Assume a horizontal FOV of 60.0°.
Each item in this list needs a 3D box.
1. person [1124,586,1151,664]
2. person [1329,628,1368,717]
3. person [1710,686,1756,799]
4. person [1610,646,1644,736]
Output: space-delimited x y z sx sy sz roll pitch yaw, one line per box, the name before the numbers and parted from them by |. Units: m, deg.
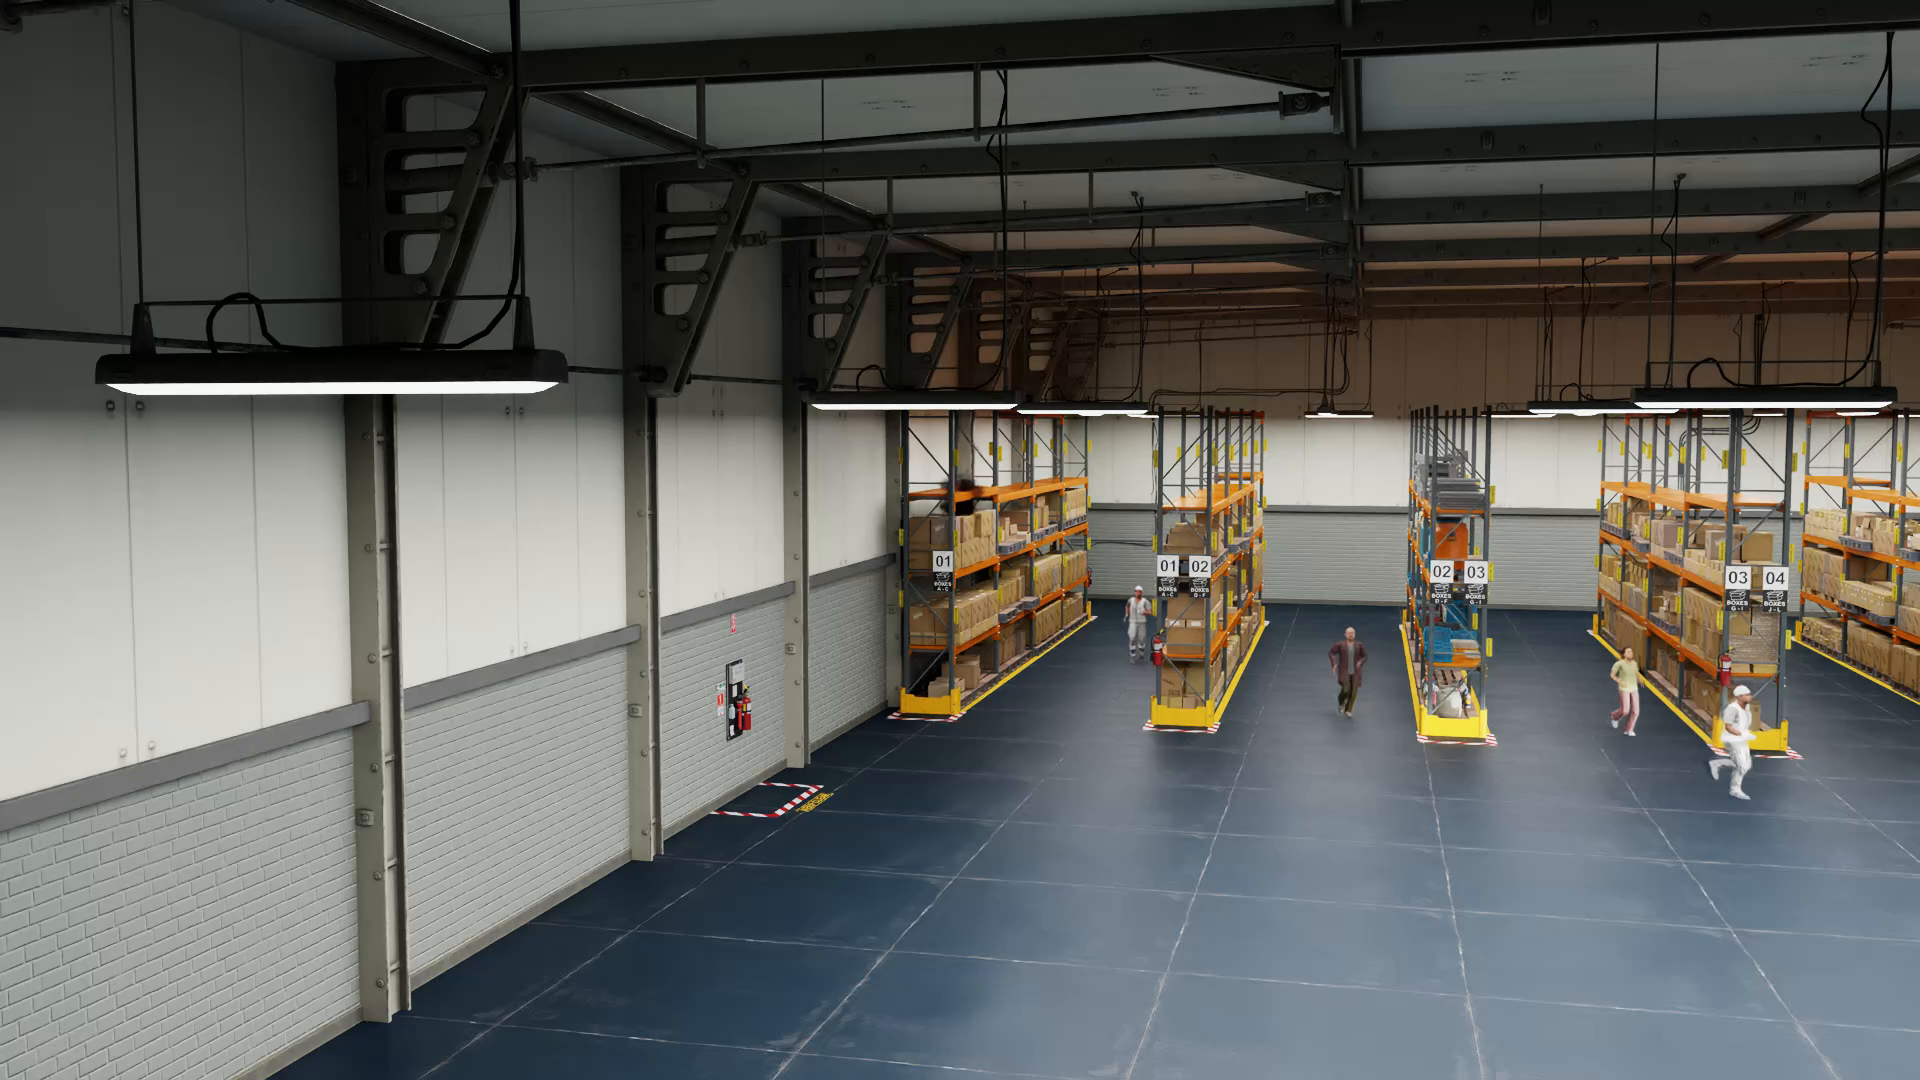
person | 4.197 1.999 39.355 0.650 1.828 0.772 1 4 12
person | 7.482 2.556 31.924 0.703 1.733 0.628 0 4 1
person | 11.787 3.059 25.324 0.710 1.732 0.725 4 6 44
person | 12.156 2.735 30.314 0.580 1.619 0.625 -1 4 -8
